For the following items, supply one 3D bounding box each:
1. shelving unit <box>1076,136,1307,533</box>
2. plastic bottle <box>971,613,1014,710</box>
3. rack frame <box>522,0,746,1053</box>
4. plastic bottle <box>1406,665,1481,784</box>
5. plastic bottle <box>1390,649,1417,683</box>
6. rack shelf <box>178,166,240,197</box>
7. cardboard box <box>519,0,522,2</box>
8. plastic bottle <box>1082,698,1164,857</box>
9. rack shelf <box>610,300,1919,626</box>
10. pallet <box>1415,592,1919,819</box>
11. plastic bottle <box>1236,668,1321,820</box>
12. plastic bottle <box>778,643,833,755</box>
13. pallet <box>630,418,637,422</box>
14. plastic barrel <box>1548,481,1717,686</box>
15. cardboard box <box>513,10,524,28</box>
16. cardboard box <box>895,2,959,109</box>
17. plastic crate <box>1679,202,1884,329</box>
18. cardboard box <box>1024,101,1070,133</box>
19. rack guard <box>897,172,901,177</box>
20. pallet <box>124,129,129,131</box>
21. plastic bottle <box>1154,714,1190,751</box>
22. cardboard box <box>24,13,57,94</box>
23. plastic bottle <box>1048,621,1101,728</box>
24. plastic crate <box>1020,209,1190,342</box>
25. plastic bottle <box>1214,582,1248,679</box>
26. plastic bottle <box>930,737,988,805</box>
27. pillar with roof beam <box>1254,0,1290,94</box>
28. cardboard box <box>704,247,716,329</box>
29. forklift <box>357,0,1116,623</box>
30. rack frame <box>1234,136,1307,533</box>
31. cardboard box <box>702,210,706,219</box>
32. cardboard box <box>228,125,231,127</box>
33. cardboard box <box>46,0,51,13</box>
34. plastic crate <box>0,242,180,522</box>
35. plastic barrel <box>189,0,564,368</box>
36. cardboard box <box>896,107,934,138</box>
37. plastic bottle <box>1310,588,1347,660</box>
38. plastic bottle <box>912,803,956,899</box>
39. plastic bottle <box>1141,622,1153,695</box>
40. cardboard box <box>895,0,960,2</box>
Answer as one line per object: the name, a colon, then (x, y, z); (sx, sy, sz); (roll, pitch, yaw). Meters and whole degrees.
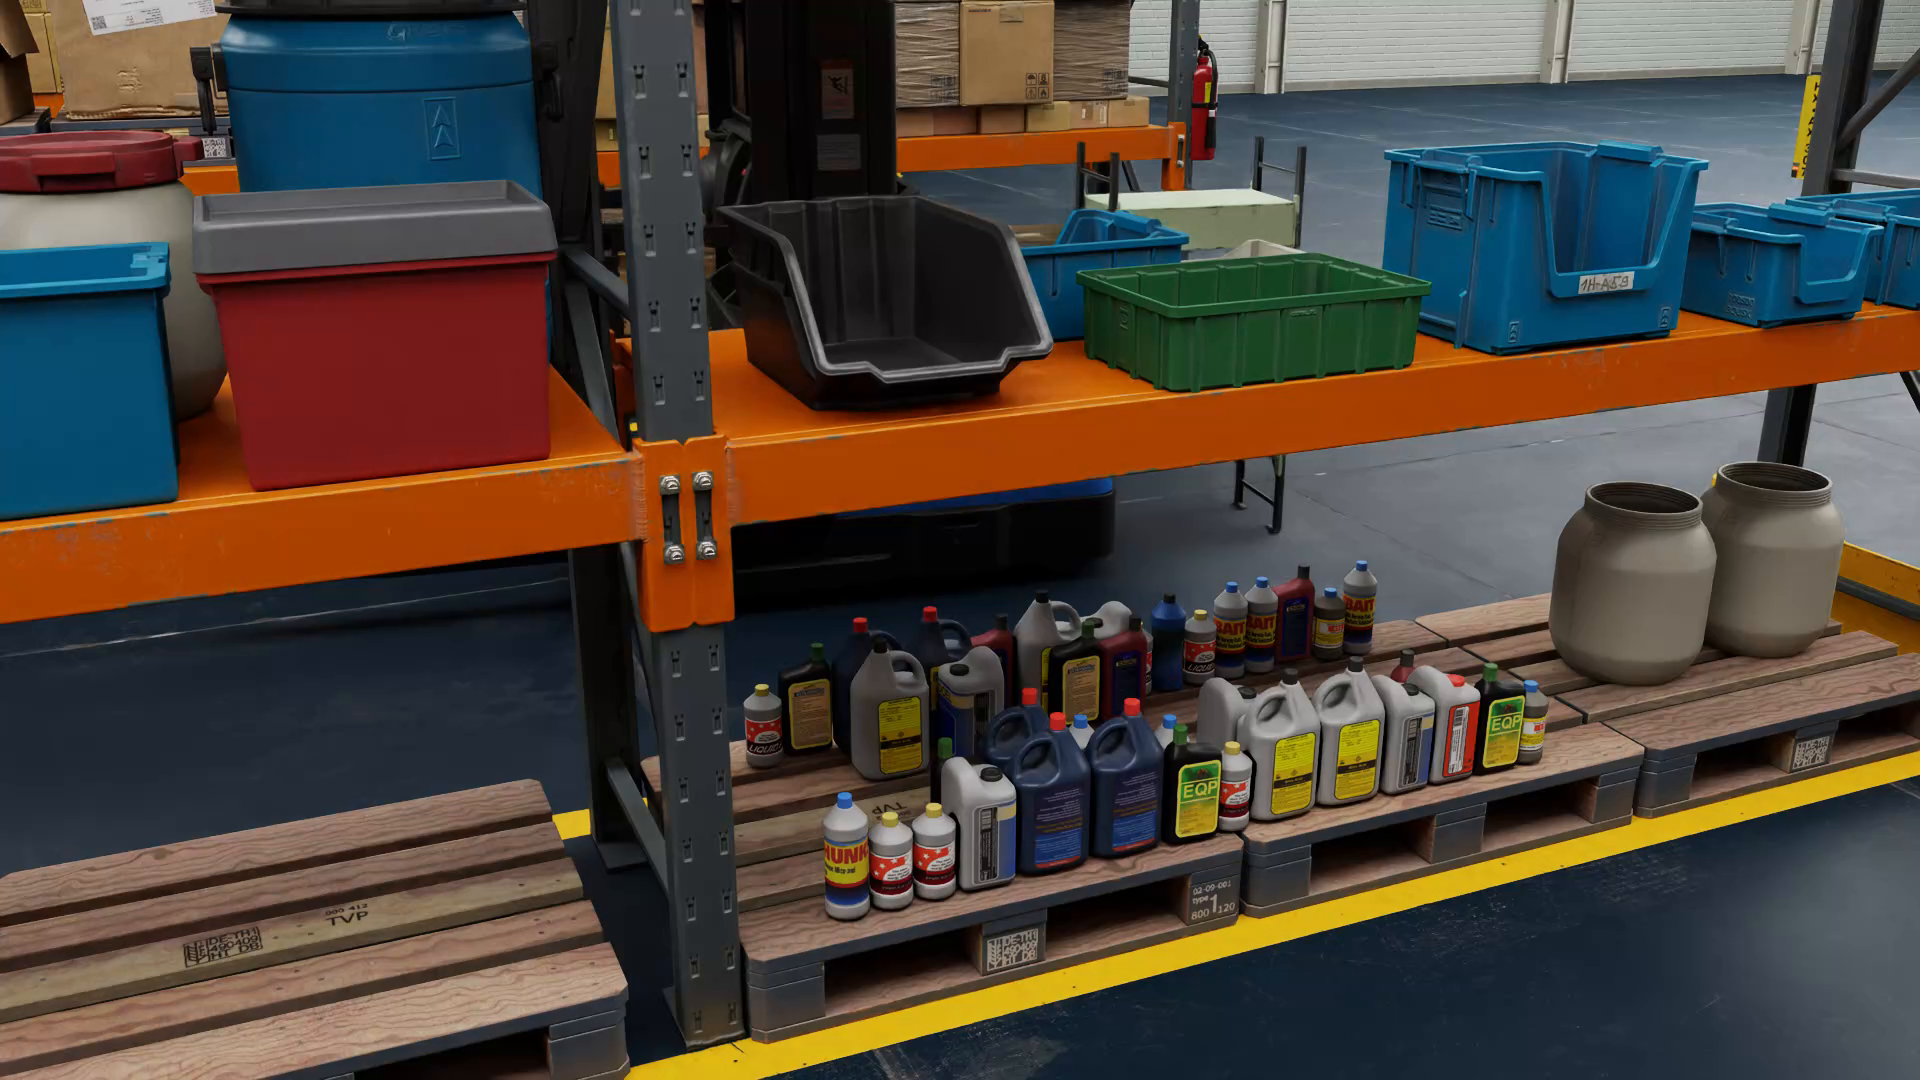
shelving unit: (0.858, -0.768, 6.444); (0.755, 1.500, 0.431); (-5, 20, -14)
plastic bottle: (0.077, 0.338, 4.473); (0.133, 0.283, 0.061); (-7, 20, -18)
rack frame: (-0.710, -0.504, 3.436); (0.127, 3.000, 1.000); (-8, 21, -22)
plastic bottle: (1.208, 0.447, 4.174); (0.135, 0.276, 0.152); (-8, 21, -22)
plastic bottle: (1.165, 0.411, 4.264); (0.133, 0.283, 0.061); (-8, 21, -22)
rack shelf: (-4.508, -1.412, 7.098); (4.000, 0.370, 1.077); (-8, 21, -22)
cardboard box: (-2.158, -2.655, 7.442); (0.500, 0.500, 0.500); (-8, 21, -22)
plastic bottle: (0.369, 0.534, 3.816); (0.185, 0.351, 0.144); (-9, 21, -24)
rack shelf: (1.127, -0.428, 4.303); (4.000, 0.370, 1.077); (-8, 21, -22)
pallet: (2.164, 0.415, 5.026); (1.213, 0.211, 1.003); (-8, 21, -22)
plastic bottle: (0.759, 0.478, 3.975); (0.185, 0.351, 0.144); (-8, 21, -22)
plastic bottle: (-0.399, 0.406, 4.280); (0.133, 0.283, 0.061); (-7, 21, -19)
pallet: (-2.069, -0.798, 8.471); (1.213, 0.211, 1.003); (-8, 21, -22)
plastic barrel: (1.929, 0.121, 4.775); (0.421, 0.512, 0.421); (0, 19, 0)
cardboard box: (-2.234, -2.242, 7.774); (0.500, 0.500, 0.875); (-8, 21, -22)
cardboard box: (-0.403, -2.509, 8.533); (0.500, 0.500, 0.875); (-8, 21, -22)
plastic crate: (2.023, -0.719, 4.271); (0.408, 0.251, 0.499); (-8, 21, -22)
cardboard box: (0.382, -2.240, 8.746); (0.250, 0.149, 0.380); (-8, 21, -22)
rack guard: (-0.849, -2.890, 13.978); (0.348, 0.500, 1.175); (-8, 21, -22)
pallet: (-10.350, -4.964, 20.301); (1.213, 0.211, 1.003); (-8, 21, -22)
plastic bottle: (0.489, 0.540, 3.916); (0.097, 0.271, 0.097); (0, 19, 0)
cardboard box: (-6.310, -3.236, 11.047); (0.500, 0.500, 0.500); (-8, 21, -22)
plastic bottle: (0.304, 0.358, 4.418); (0.133, 0.283, 0.061); (-8, 21, -22)
plastic crate: (0.199, -0.662, 4.110); (0.616, 0.251, 0.499); (-8, 21, -22)
plastic bottle: (0.768, 0.251, 4.738); (0.097, 0.271, 0.097); (0, 19, 0)
plastic bottle: (0.000, 0.578, 3.790); (0.133, 0.283, 0.061); (-8, 21, -22)
pillar with roof beam: (6.834, -10.354, 22.380); (0.400, 9.000, 9.100); (-8, 21, -22)
cardboard box: (-1.227, -1.257, 8.707); (0.500, 0.500, 0.500); (-10, 22, -27)
forklift: (-1.000, -1.291, 5.777); (3.031, 2.935, 1.130); (-5, 20, -14)
rack frame: (1.211, -0.800, 6.535); (0.023, 1.500, 0.400); (-5, 20, -14)
cardboard box: (-2.274, -3.036, 13.196); (0.875, 0.875, 0.875); (-9, 21, -23)
cardboard box: (-7.078, -3.925, 16.477); (0.625, 0.372, 0.950); (-8, 21, -21)
cardboard box: (-5.933, -3.857, 11.304); (0.500, 0.500, 0.700); (-8, 21, -21)
plastic crate: (-1.600, -0.256, 2.757); (0.575, 0.384, 0.392); (-8, 21, -22)
plastic barrel: (-1.185, -0.782, 3.471); (0.708, 0.901, 0.600); (-8, 21, -22)
cardboard box: (-0.320, -2.152, 8.496); (0.250, 0.149, 0.380); (-8, 21, -22)
plastic bottle: (1.080, 0.240, 4.876); (0.097, 0.201, 0.097); (0, 19, 0)
plastic bottle: (-0.057, 0.674, 3.643); (0.097, 0.201, 0.097); (0, 19, 0)
plastic bottle: (0.488, 0.324, 4.636); (0.097, 0.201, 0.097); (0, 19, 0)
cardboard box: (-0.323, -2.919, 8.192); (0.500, 0.500, 0.500); (-8, 21, -22)
